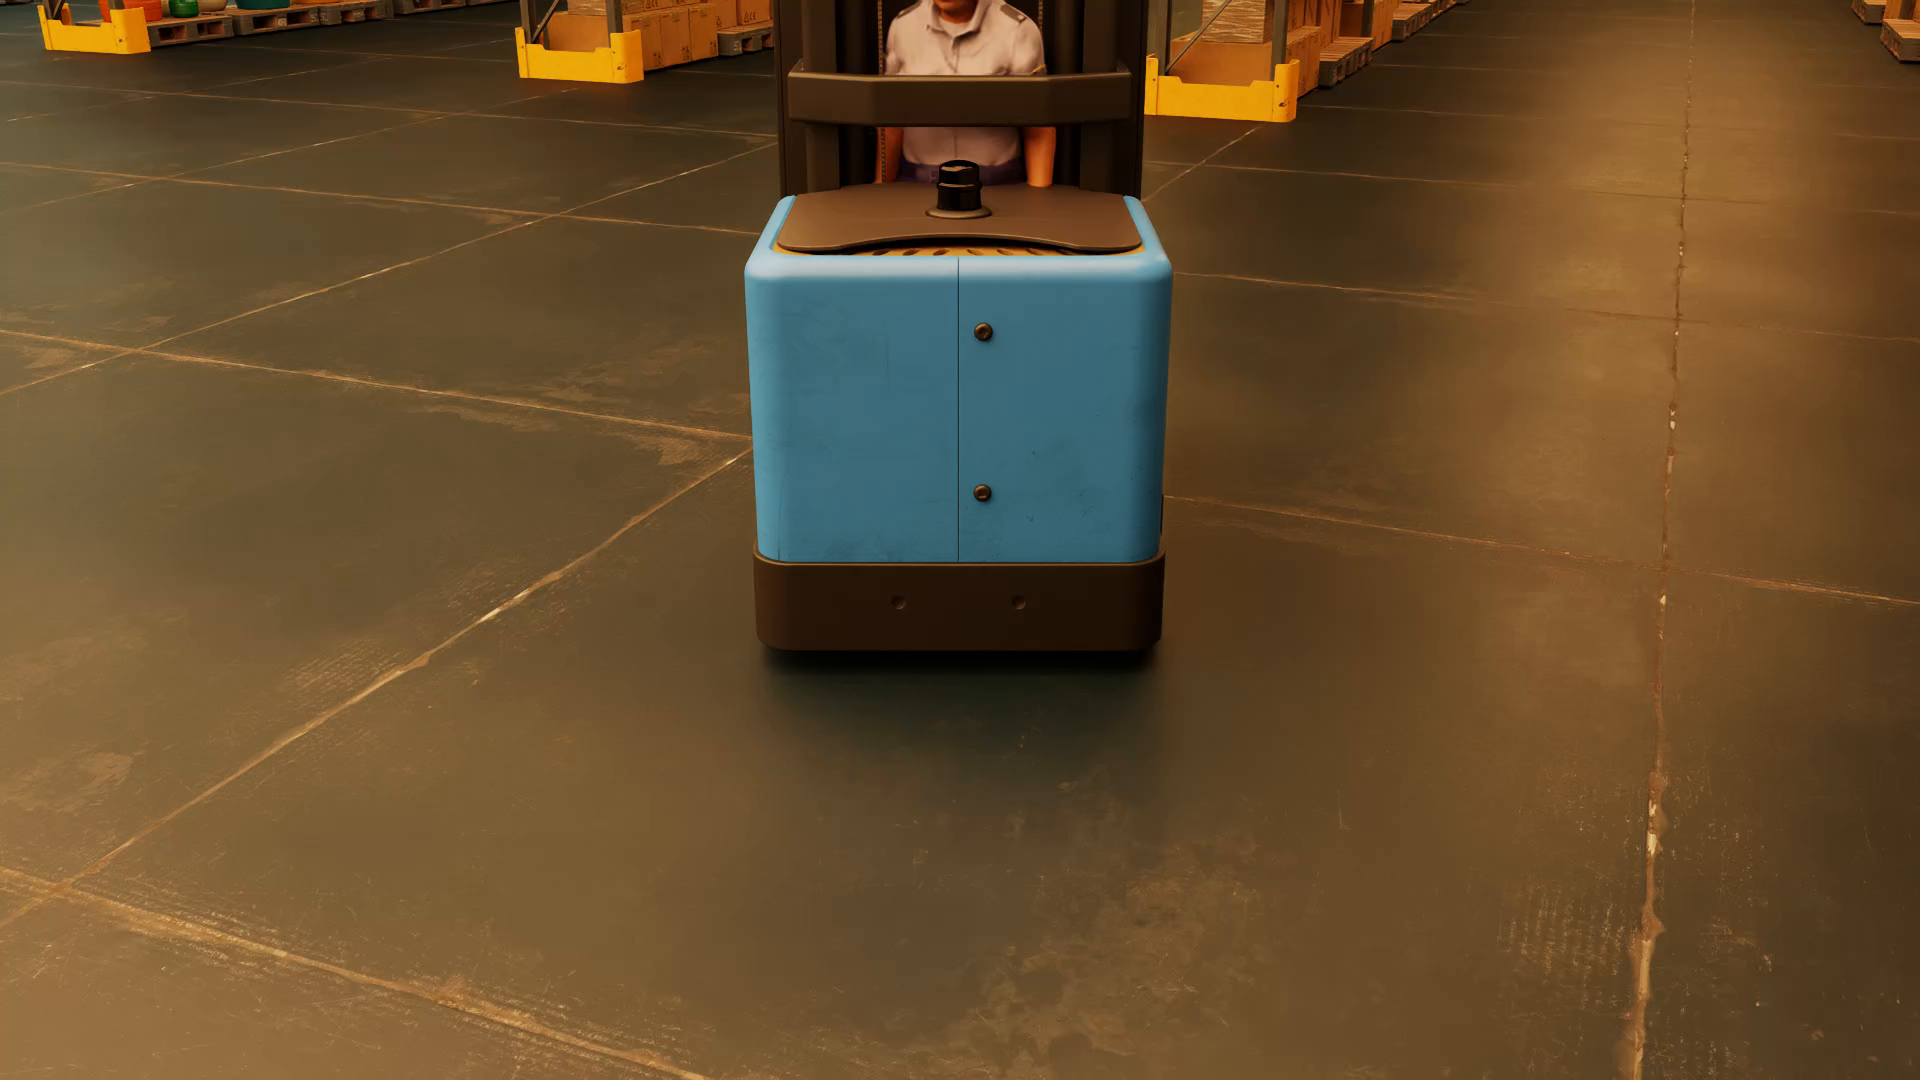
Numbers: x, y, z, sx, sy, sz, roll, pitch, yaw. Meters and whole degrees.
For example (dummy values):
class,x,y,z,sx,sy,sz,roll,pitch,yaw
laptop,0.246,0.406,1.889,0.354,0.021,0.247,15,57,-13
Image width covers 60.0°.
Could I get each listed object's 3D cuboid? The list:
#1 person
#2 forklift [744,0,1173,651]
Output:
class,x,y,z,sx,sy,sz,roll,pitch,yaw
person,-0.011,-0.892,4.693,0.549,1.635,0.370,8,24,18
forklift,0.002,-1.587,5.089,1.130,2.935,3.031,0,23,0
